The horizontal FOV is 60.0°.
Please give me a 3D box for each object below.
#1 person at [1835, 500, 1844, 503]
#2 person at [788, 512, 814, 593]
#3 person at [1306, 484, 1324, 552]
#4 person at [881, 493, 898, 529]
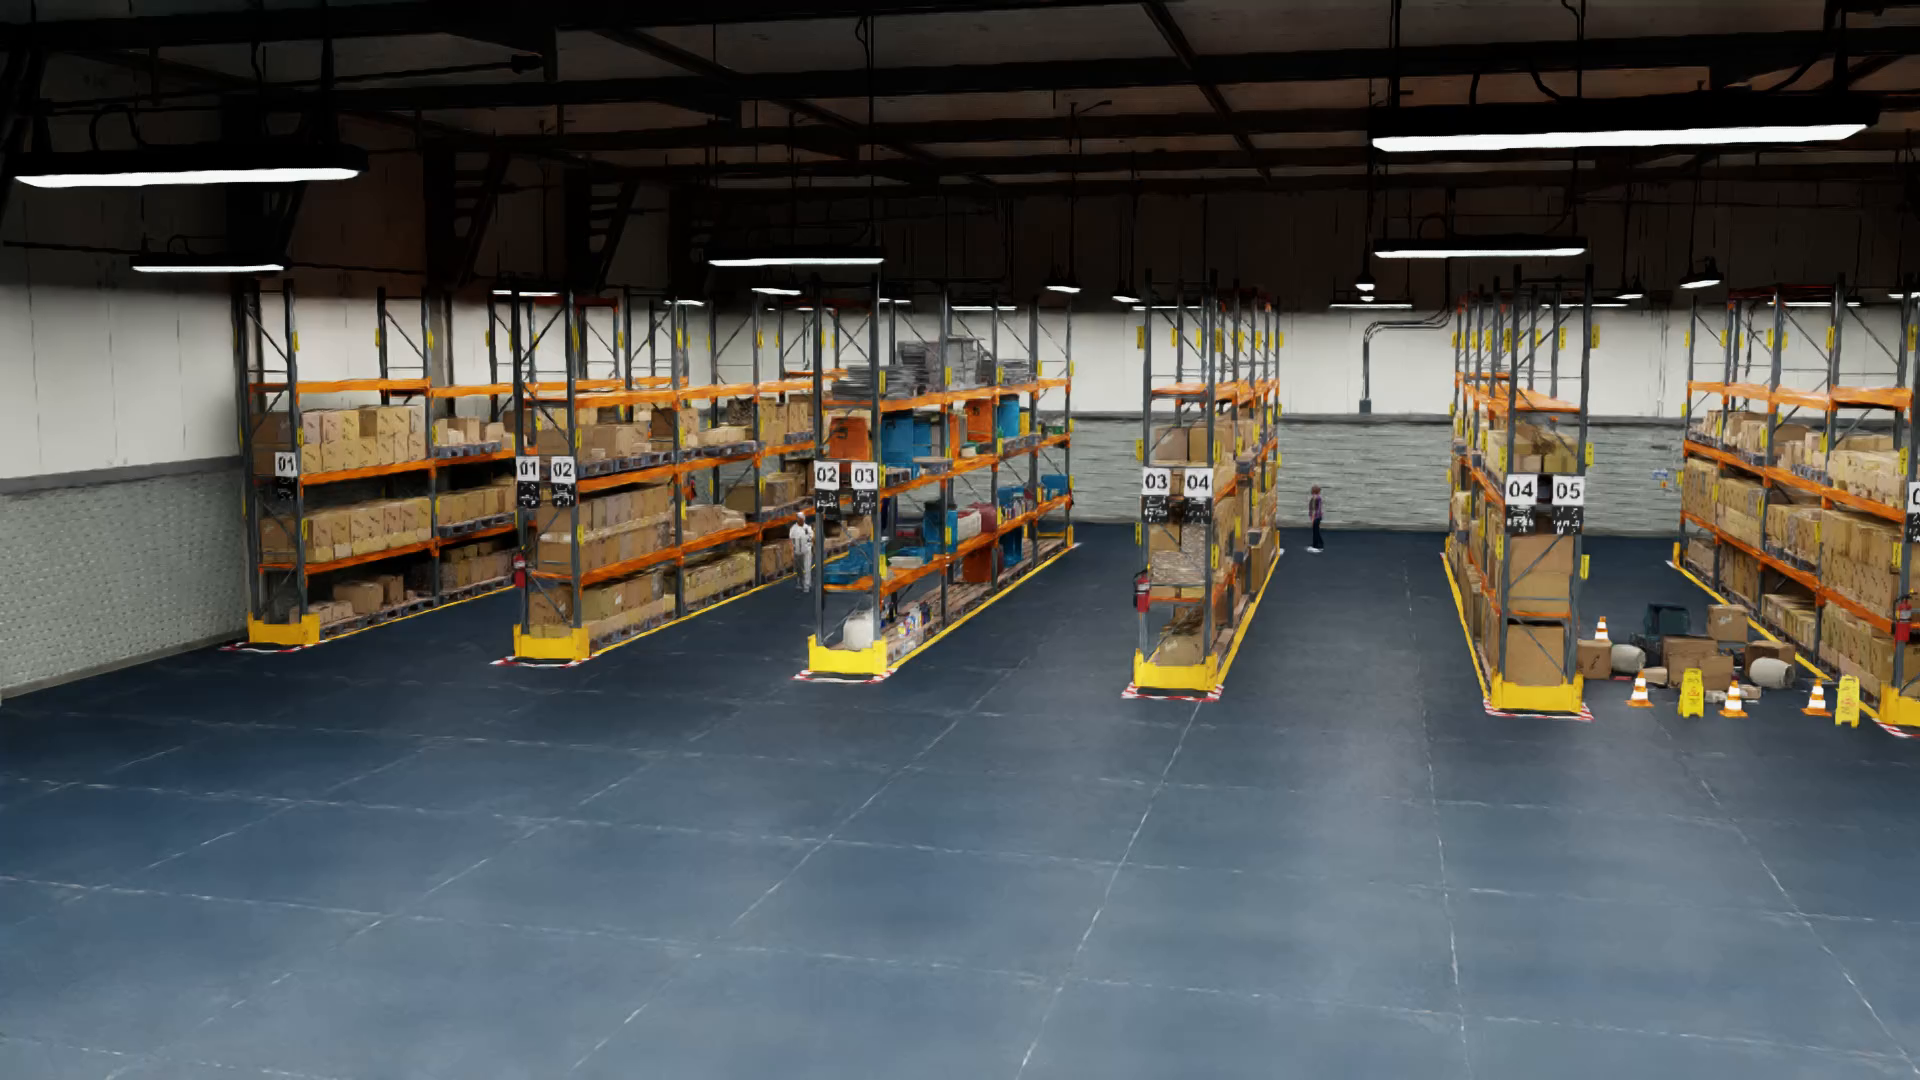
[{"bbox_3d":[18.784,-0.091,35.519,0.456,1.670,0.509,3,7,22],"label":"person"},{"bbox_3d":[-3.161,0.229,33.167,0.490,1.590,0.999,1,7,5],"label":"person"},{"bbox_3d":[8.446,-0.527,39.502,0.500,1.589,0.565,4,8,30],"label":"person"},{"bbox_3d":[-1.873,-1.026,43.739,0.523,1.596,0.941,-1,7,-9],"label":"person"}]
